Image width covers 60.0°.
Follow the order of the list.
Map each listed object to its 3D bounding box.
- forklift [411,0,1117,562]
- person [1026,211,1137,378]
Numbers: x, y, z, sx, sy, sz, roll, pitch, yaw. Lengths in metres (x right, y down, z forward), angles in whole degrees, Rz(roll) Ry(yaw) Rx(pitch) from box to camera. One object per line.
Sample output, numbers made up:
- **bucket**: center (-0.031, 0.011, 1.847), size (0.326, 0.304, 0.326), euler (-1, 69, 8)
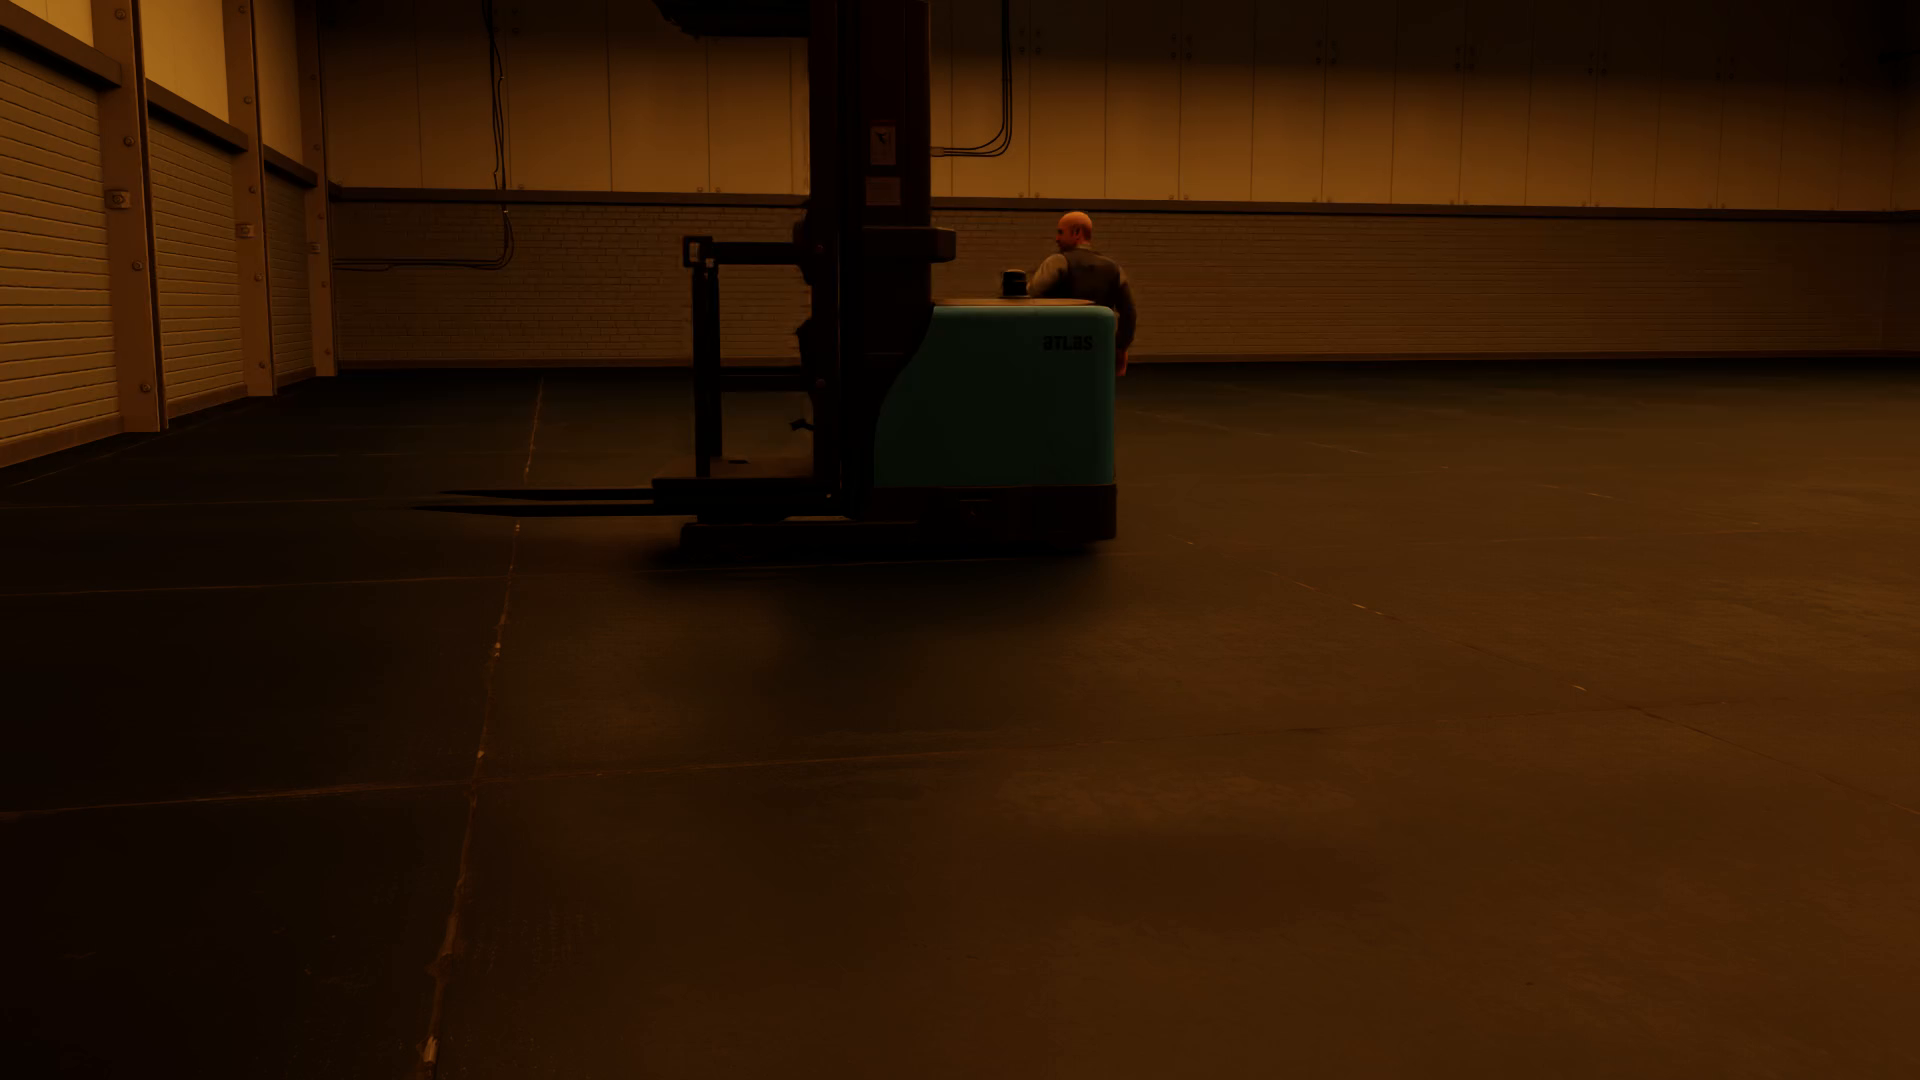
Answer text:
- **forklift**: center (-0.865, -1.434, 7.381), size (3.031, 2.935, 1.130), euler (-1, 8, -5)
- **person**: center (0.610, -1.043, 9.429), size (0.835, 1.613, 0.561), euler (-1, 8, -8)
